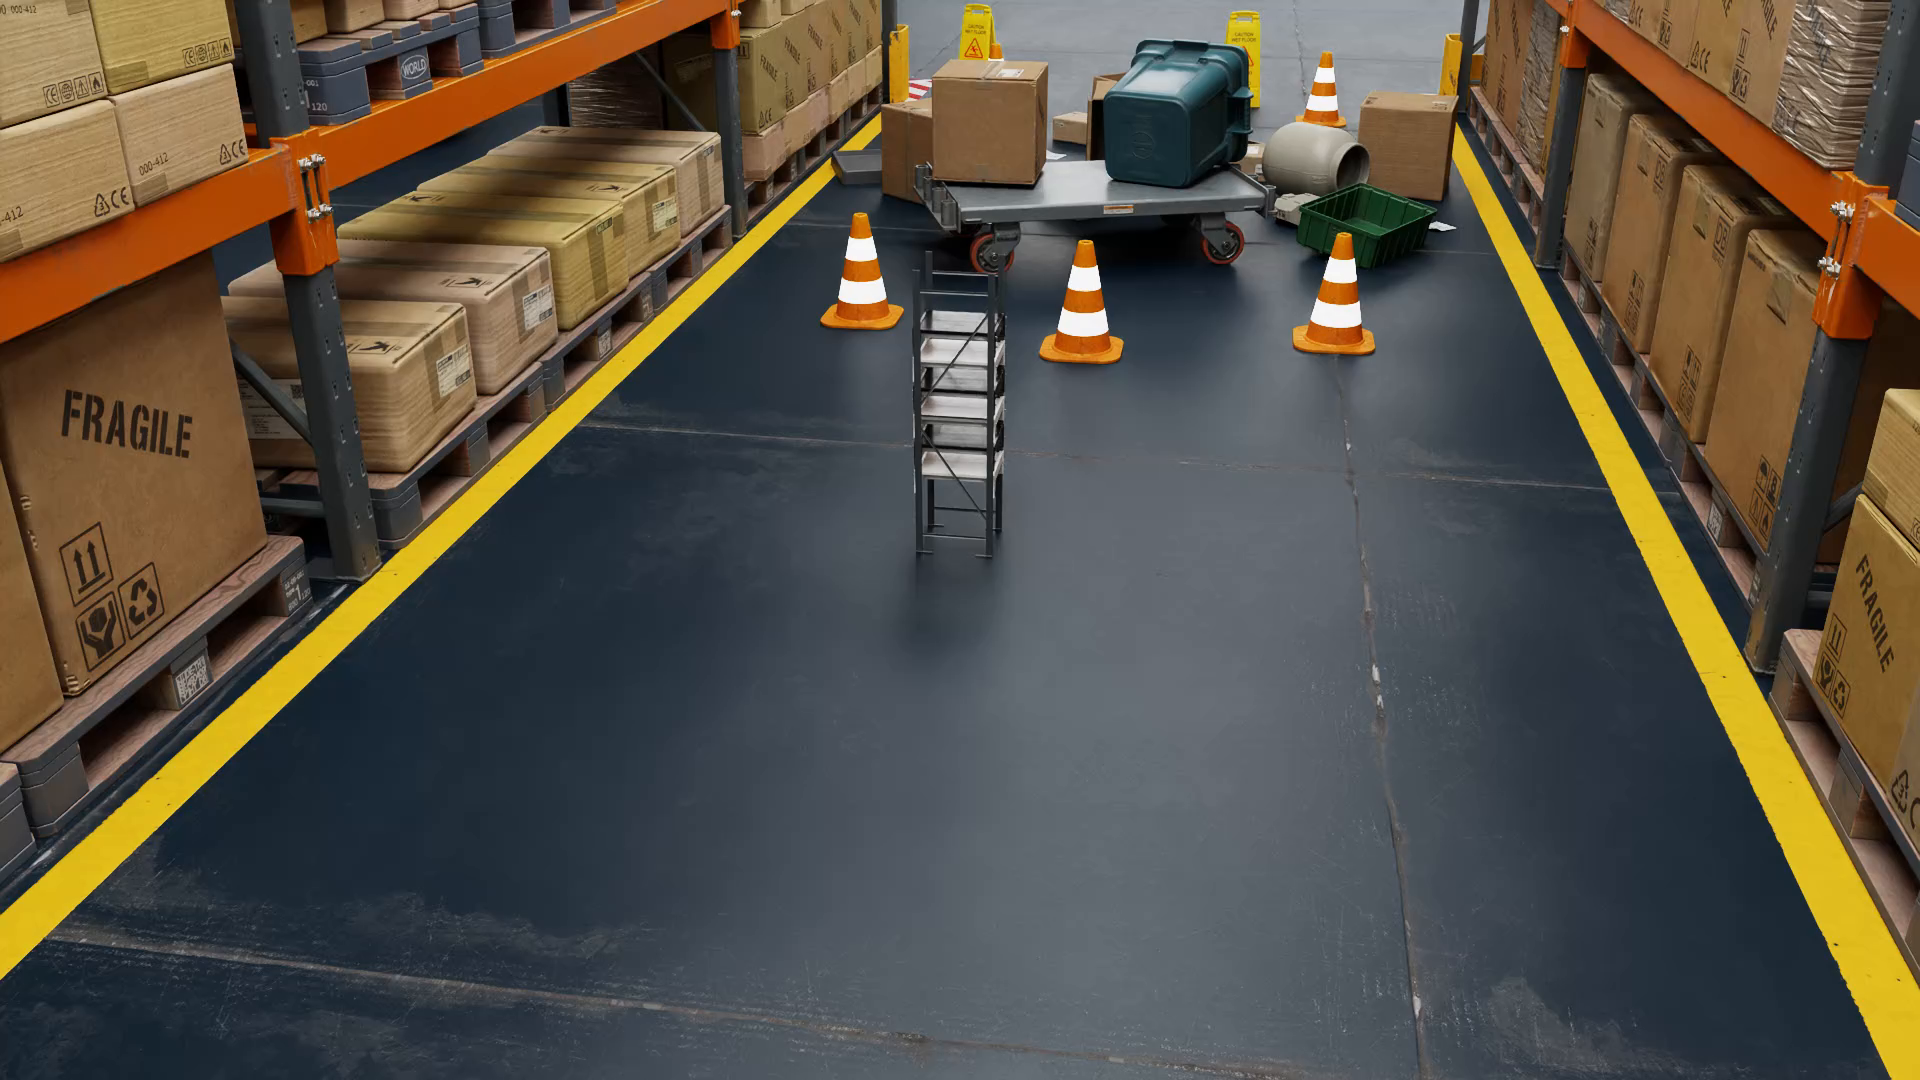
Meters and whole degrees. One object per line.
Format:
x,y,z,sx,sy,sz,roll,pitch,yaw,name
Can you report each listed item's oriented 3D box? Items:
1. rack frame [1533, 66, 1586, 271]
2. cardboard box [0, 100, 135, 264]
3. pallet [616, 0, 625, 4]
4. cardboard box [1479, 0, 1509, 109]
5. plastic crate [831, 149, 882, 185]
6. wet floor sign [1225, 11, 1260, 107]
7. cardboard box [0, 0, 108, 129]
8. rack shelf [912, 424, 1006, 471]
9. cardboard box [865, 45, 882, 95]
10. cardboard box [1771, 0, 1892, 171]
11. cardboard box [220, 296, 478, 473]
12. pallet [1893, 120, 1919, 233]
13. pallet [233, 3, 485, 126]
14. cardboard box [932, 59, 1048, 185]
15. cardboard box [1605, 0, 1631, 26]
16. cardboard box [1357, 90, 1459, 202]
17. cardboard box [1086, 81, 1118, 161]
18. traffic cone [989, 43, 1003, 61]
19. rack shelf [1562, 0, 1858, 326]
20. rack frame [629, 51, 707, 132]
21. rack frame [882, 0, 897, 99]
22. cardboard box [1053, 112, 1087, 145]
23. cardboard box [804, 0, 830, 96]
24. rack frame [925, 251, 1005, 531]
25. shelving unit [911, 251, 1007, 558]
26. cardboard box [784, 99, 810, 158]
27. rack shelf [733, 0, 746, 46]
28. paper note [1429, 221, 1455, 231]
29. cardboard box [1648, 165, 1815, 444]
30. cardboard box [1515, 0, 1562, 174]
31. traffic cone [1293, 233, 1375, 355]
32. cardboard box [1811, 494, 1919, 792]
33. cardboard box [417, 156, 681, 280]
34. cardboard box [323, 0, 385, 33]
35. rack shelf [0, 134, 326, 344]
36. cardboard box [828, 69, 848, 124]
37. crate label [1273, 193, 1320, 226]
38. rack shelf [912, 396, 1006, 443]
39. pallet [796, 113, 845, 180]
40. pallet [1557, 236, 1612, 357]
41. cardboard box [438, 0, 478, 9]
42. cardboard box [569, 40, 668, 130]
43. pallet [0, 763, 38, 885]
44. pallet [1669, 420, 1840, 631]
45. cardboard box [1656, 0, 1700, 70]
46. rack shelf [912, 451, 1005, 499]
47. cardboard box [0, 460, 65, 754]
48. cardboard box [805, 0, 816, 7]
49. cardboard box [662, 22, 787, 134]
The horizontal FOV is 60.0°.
3.291,-2.657,7.387,1.000,3.000,0.127,4,25,9,rack frame
-2.158,-0.772,3.538,0.500,0.250,0.500,4,25,9,cardboard box
-1.878,-2.561,7.409,1.003,0.211,1.213,4,25,9,pallet
3.899,-3.269,10.707,0.875,0.875,0.875,4,25,9,cardboard box
-0.544,-2.235,9.930,0.402,0.080,0.583,-5,25,-10,plastic crate
1.996,-3.413,11.779,0.267,0.644,0.232,0,25,-1,wet floor sign
-2.172,-1.008,3.452,0.500,0.250,0.500,3,25,7,cardboard box
-0.001,-0.292,5.104,0.258,0.077,0.200,4,25,9,rack shelf
-0.826,-3.208,11.314,0.500,0.250,0.500,4,25,8,cardboard box
2.446,-1.236,4.234,0.500,0.500,0.500,4,25,9,cardboard box
-2.161,-0.520,5.427,0.950,0.372,0.625,2,25,5,cardboard box
2.626,-0.591,3.201,1.213,0.211,1.003,4,25,9,pallet
-2.252,-1.503,5.149,1.213,0.211,1.003,4,25,9,pallet
0.152,-2.057,8.162,0.500,0.500,0.500,4,25,9,cardboard box
2.857,-2.289,6.485,0.500,0.500,0.500,4,25,9,cardboard box
2.532,-2.246,9.456,0.500,0.500,0.500,8,26,18,cardboard box
1.110,-2.259,9.323,0.797,0.637,0.503,4,25,9,cardboard box
0.247,-3.212,11.566,0.336,0.463,0.334,4,25,9,traffic cone
2.964,-1.494,5.753,1.077,0.370,4.000,4,25,9,rack shelf
-1.613,-2.958,8.030,0.949,2.616,0.053,4,25,9,rack frame
-0.956,-4.630,11.604,1.000,3.000,0.127,4,25,9,rack frame
0.823,-2.651,10.739,0.380,0.149,0.250,19,31,35,cardboard box
-1.084,-2.911,9.795,0.500,0.500,0.500,5,26,11,cardboard box
0.015,-0.447,5.143,0.240,0.900,0.006,4,25,9,rack frame
-0.001,-0.404,5.052,0.258,0.900,0.210,4,25,9,shelving unit
-1.170,-2.354,9.489,0.500,0.250,0.500,5,26,11,cardboard box
-1.283,-3.468,9.969,1.077,0.370,4.000,4,25,9,rack shelf
2.507,-1.656,8.751,0.147,0.020,0.142,-14,29,-27,paper note
2.965,-0.769,5.514,1.050,0.750,0.750,4,25,9,cardboard box
3.606,-2.520,9.106,0.875,0.875,0.875,4,25,9,cardboard box
1.582,-1.051,6.950,0.336,0.463,0.334,4,25,9,traffic cone
2.270,0.236,3.660,0.500,0.500,0.500,3,25,6,cardboard box
-1.807,-1.437,7.386,0.950,0.372,0.625,6,26,12,cardboard box
-1.947,-1.600,4.930,0.380,0.149,0.250,2,25,5,cardboard box
-2.590,-0.122,2.821,1.077,0.370,4.000,4,25,9,rack shelf
-0.995,-2.783,10.406,0.500,0.250,0.500,3,25,7,cardboard box
1.819,-1.751,8.829,0.298,0.136,0.250,-14,29,-27,crate label
-0.001,-0.374,5.066,0.258,0.077,0.200,4,25,9,rack shelf
-1.337,-2.489,10.319,1.003,0.211,1.213,4,25,9,pallet
3.239,-1.066,7.278,1.003,0.211,1.213,4,25,9,pallet
-1.792,-1.825,5.411,0.380,0.149,0.250,4,25,9,cardboard box
-1.777,-2.508,8.933,0.500,0.500,0.500,4,25,8,cardboard box
-2.668,0.812,3.267,1.003,0.211,1.213,4,25,9,pallet
2.840,-0.045,5.098,1.003,0.211,1.213,4,25,9,pallet
2.690,-1.868,5.585,0.500,0.500,0.500,4,25,9,cardboard box
-0.001,-0.211,5.142,0.258,0.077,0.200,4,25,9,rack shelf
-2.608,0.144,3.416,0.875,0.875,0.875,4,25,9,cardboard box
-1.044,-3.140,9.518,0.380,0.149,0.250,5,26,12,cardboard box
-1.247,-2.470,8.852,0.500,0.500,0.500,5,26,11,cardboard box
